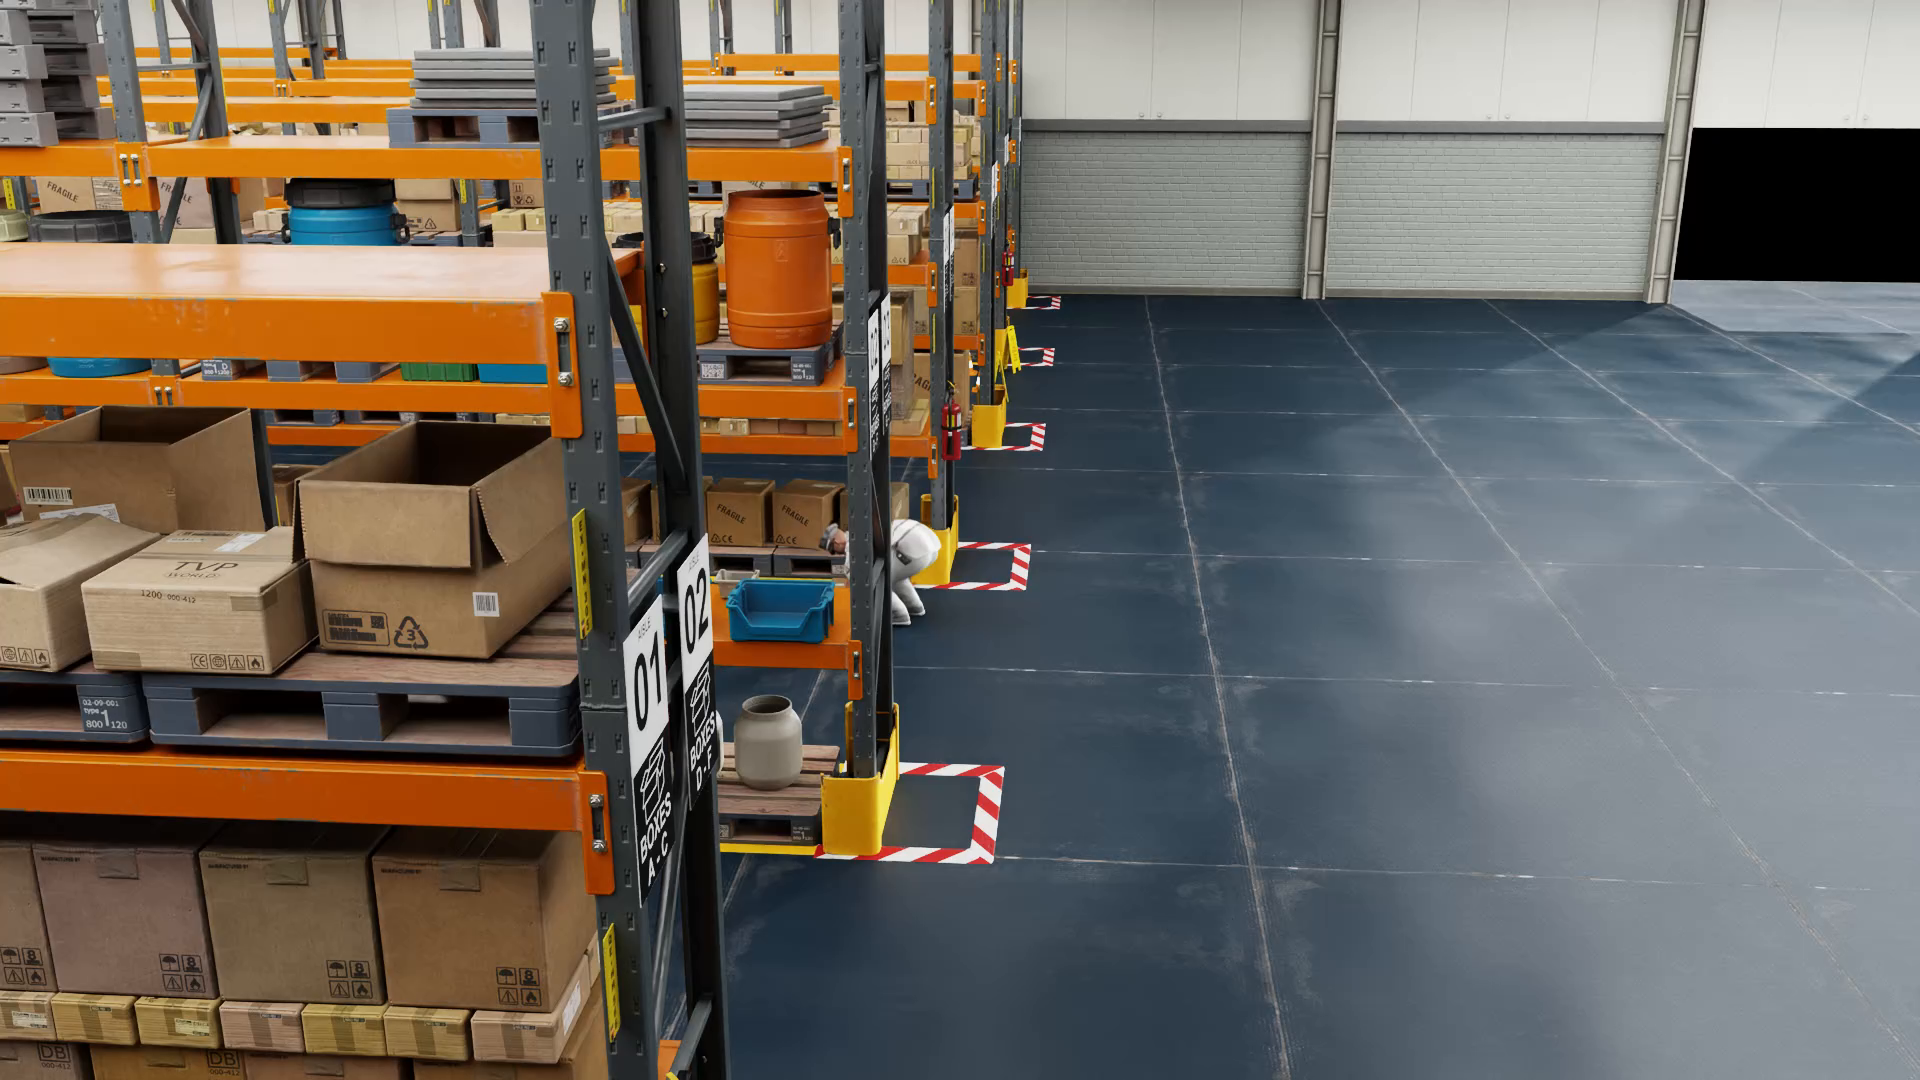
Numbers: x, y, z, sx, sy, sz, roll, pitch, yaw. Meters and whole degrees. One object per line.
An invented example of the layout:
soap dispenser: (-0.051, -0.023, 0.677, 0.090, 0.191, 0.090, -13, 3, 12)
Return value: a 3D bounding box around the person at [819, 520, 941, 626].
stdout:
person: (-0.675, 0.248, 13.802, 1.031, 0.862, 0.537, 7, 19, 20)
